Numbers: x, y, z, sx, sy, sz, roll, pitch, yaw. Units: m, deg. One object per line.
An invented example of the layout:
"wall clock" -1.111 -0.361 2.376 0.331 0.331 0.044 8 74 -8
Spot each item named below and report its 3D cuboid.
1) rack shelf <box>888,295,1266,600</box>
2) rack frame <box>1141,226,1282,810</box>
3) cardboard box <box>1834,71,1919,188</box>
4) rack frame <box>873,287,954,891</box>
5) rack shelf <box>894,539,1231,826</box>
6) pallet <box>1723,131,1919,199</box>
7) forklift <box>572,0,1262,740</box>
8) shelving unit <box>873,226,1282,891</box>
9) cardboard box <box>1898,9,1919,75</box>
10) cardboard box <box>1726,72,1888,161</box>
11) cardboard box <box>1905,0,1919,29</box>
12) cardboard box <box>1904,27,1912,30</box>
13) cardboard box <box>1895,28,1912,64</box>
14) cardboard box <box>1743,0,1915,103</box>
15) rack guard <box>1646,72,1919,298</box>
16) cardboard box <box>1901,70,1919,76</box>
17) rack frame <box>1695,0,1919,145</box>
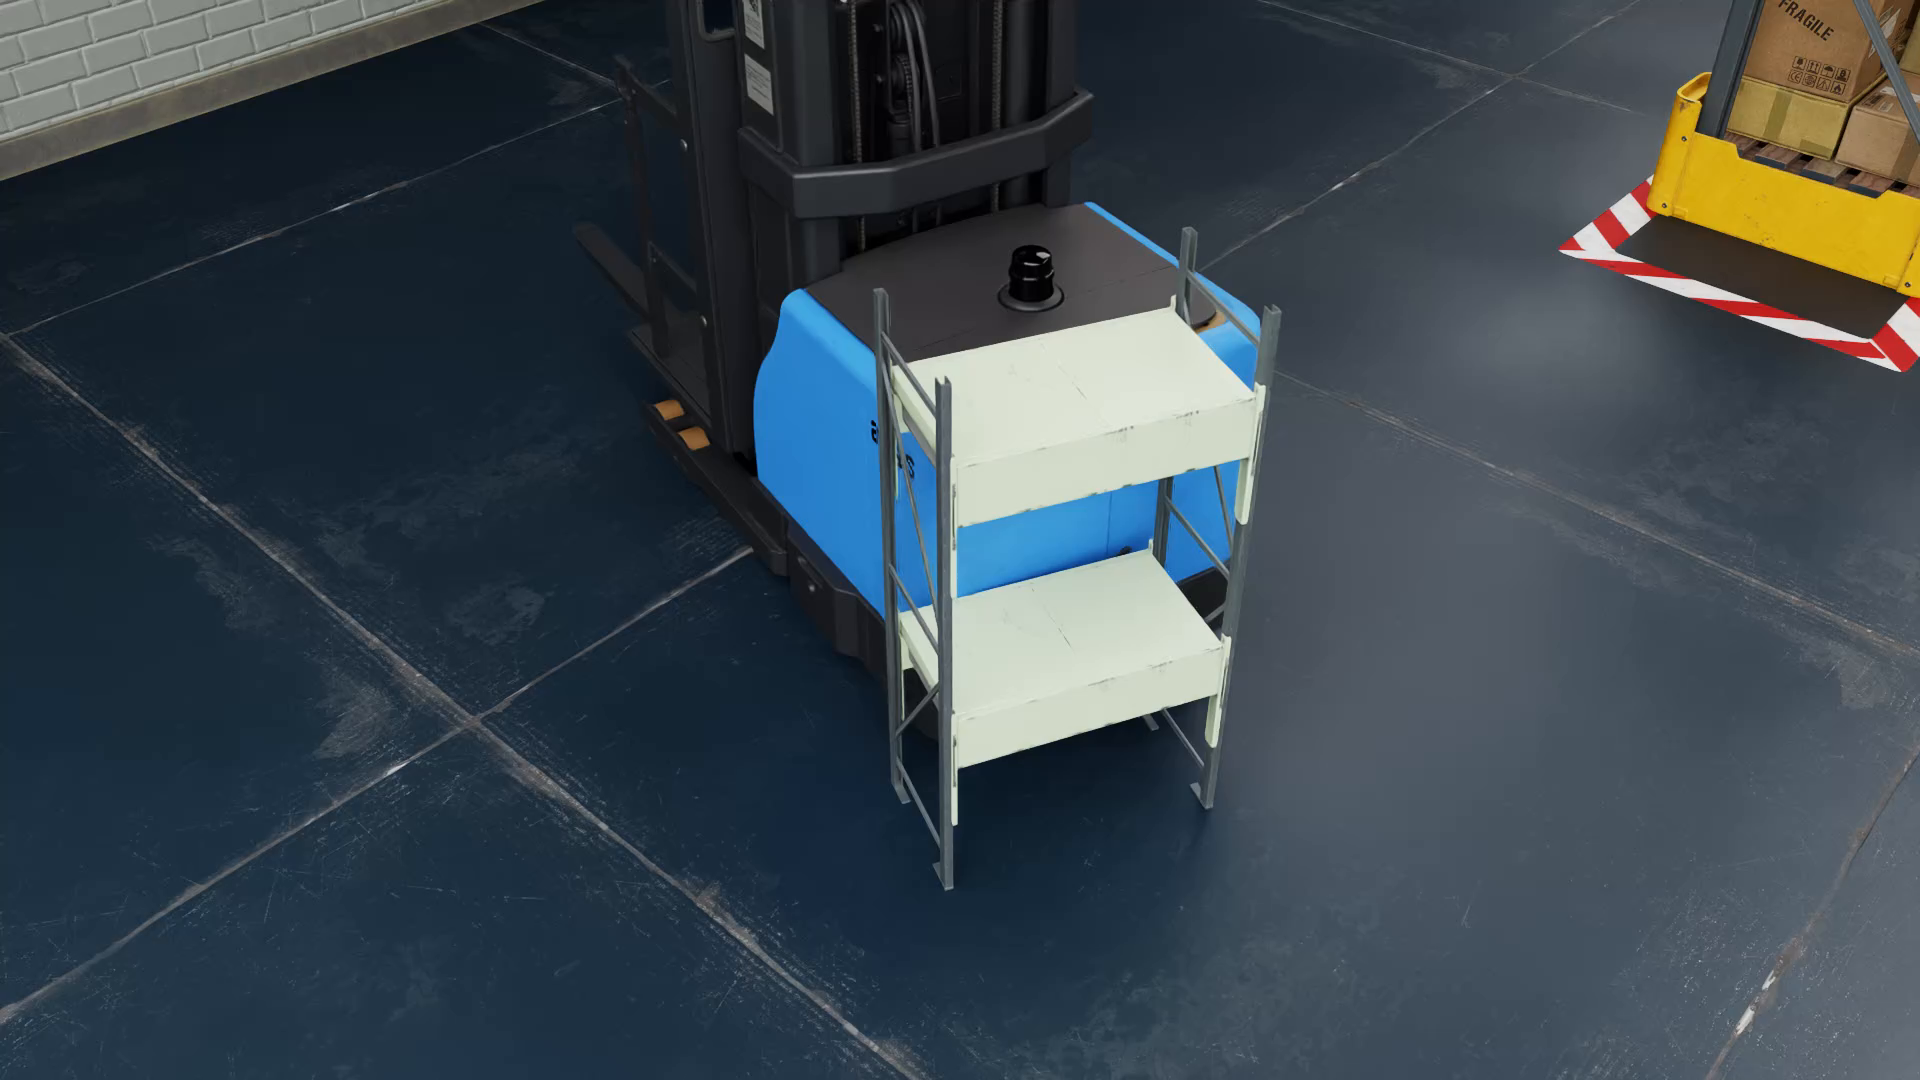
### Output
"rack shelf" 0.240 -0.218 3.692 0.720 0.370 0.431 -14 41 -17
"rack frame" 0.580 0.003 4.041 0.023 1.500 0.400 -14 41 -17
"cardboard box" 3.960 -1.665 6.805 0.500 0.250 0.500 30 47 32
"rack frame" -0.100 0.171 3.829 0.023 1.500 0.400 -14 41 -17
"rack shelf" 0.240 0.342 4.138 0.720 0.370 0.431 -14 41 -17
"pallet" 3.919 -1.701 7.220 1.003 0.211 1.213 30 47 32
"forklift" -0.412 -1.495 4.775 1.130 2.935 3.031 -21 43 -25
"shelving unit" 0.240 0.087 3.935 0.755 1.500 0.431 -14 41 -17
"cardboard box" 4.296 -2.189 6.862 0.500 0.500 0.500 30 47 32
"cardboard box" 3.578 -1.882 7.079 0.500 0.250 0.500 30 47 32
"cardboard box" 4.240 -2.642 7.432 0.500 0.500 0.500 30 47 32
"cardboard box" 4.242 -2.347 7.664 0.500 0.250 0.500 30 47 32
"cardboard box" 3.906 -2.117 7.374 0.500 0.250 0.500 30 47 32
"cardboard box" 3.576 -2.177 6.846 0.500 0.500 0.500 30 47 32
"rack guard" 3.418 -1.434 6.652 1.175 0.500 0.348 30 47 32
"cardboard box" 4.295 -1.896 7.096 0.500 0.250 0.500 30 47 32
"rack frame" 3.434 -2.424 5.888 1.000 3.000 0.127 30 47 32
